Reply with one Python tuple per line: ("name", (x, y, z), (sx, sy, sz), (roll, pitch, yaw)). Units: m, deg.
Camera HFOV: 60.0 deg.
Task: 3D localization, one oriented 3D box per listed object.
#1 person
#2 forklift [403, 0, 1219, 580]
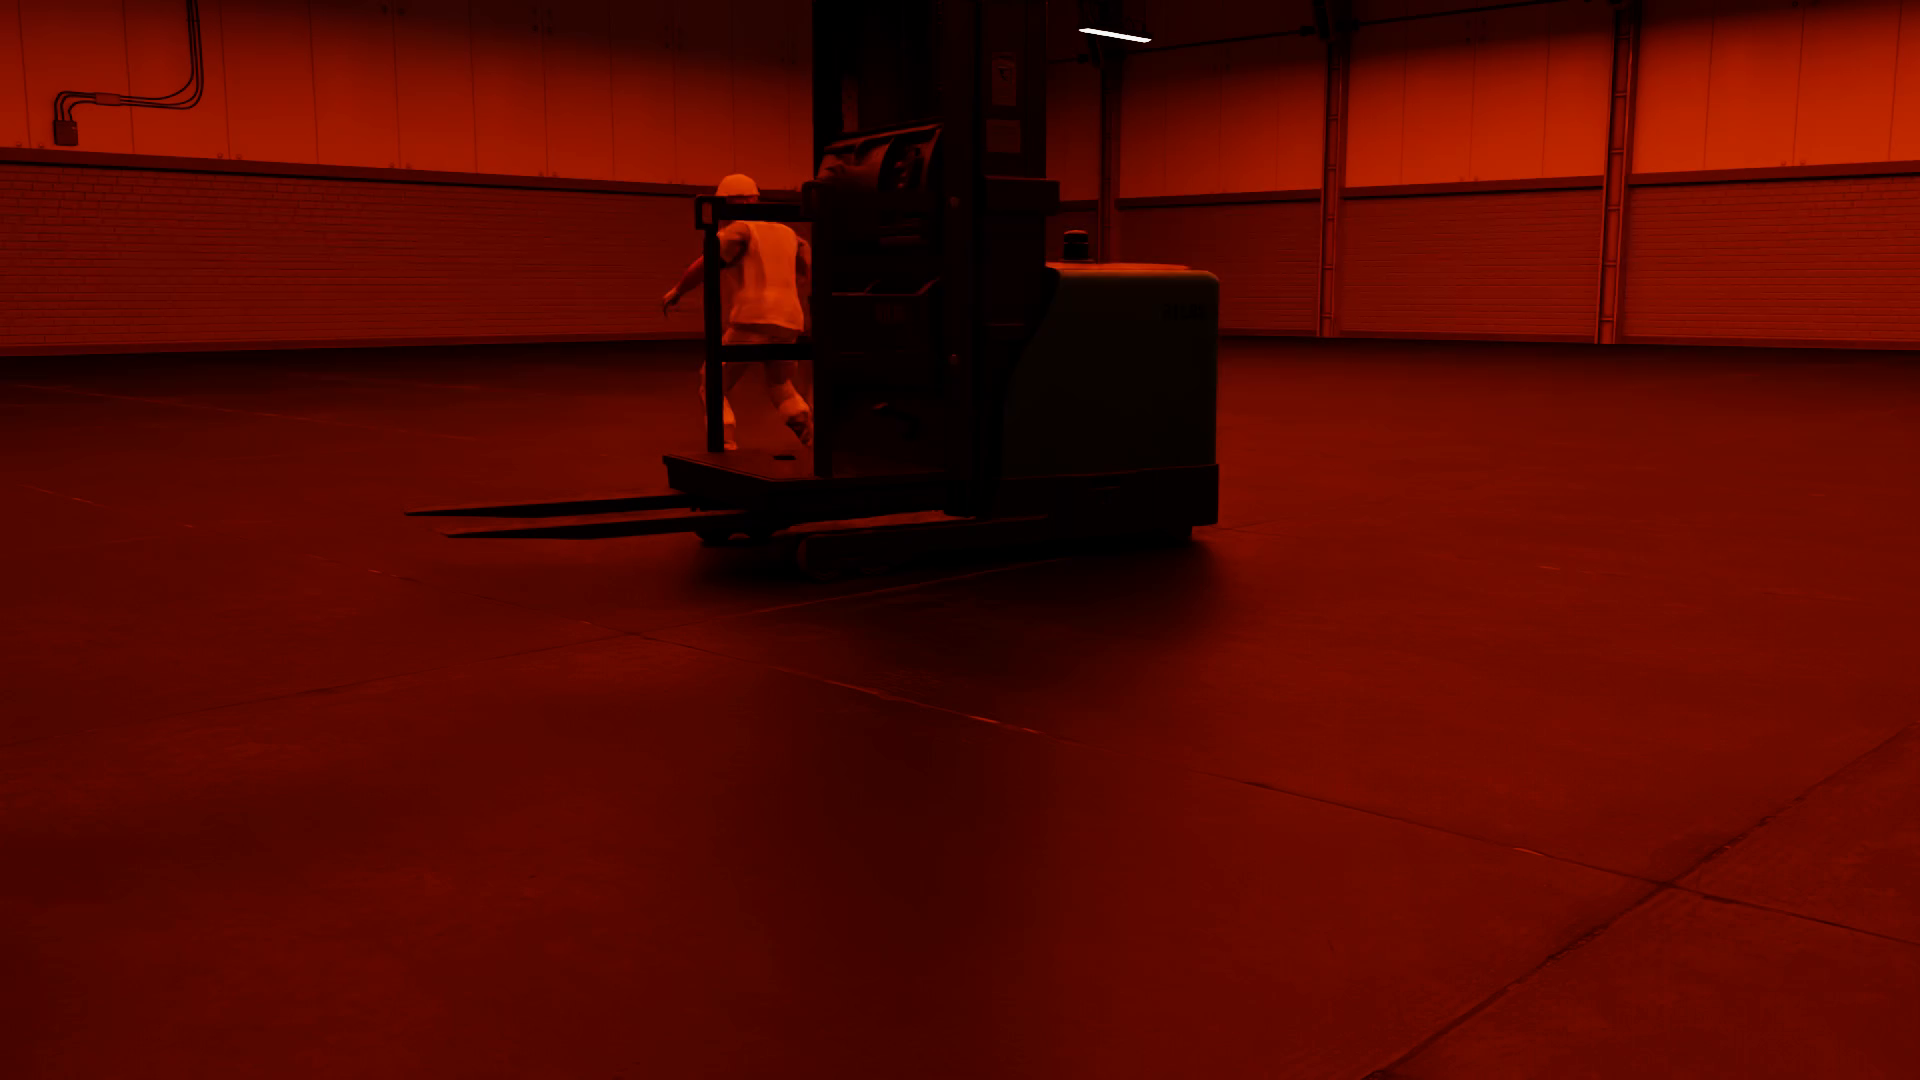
("person", (-1.035, -1.097, 8.894), (1.051, 1.688, 0.550), (-8, 11, -42))
("forklift", (-0.495, -1.399, 6.165), (3.031, 2.935, 1.130), (-5, 10, -30))
